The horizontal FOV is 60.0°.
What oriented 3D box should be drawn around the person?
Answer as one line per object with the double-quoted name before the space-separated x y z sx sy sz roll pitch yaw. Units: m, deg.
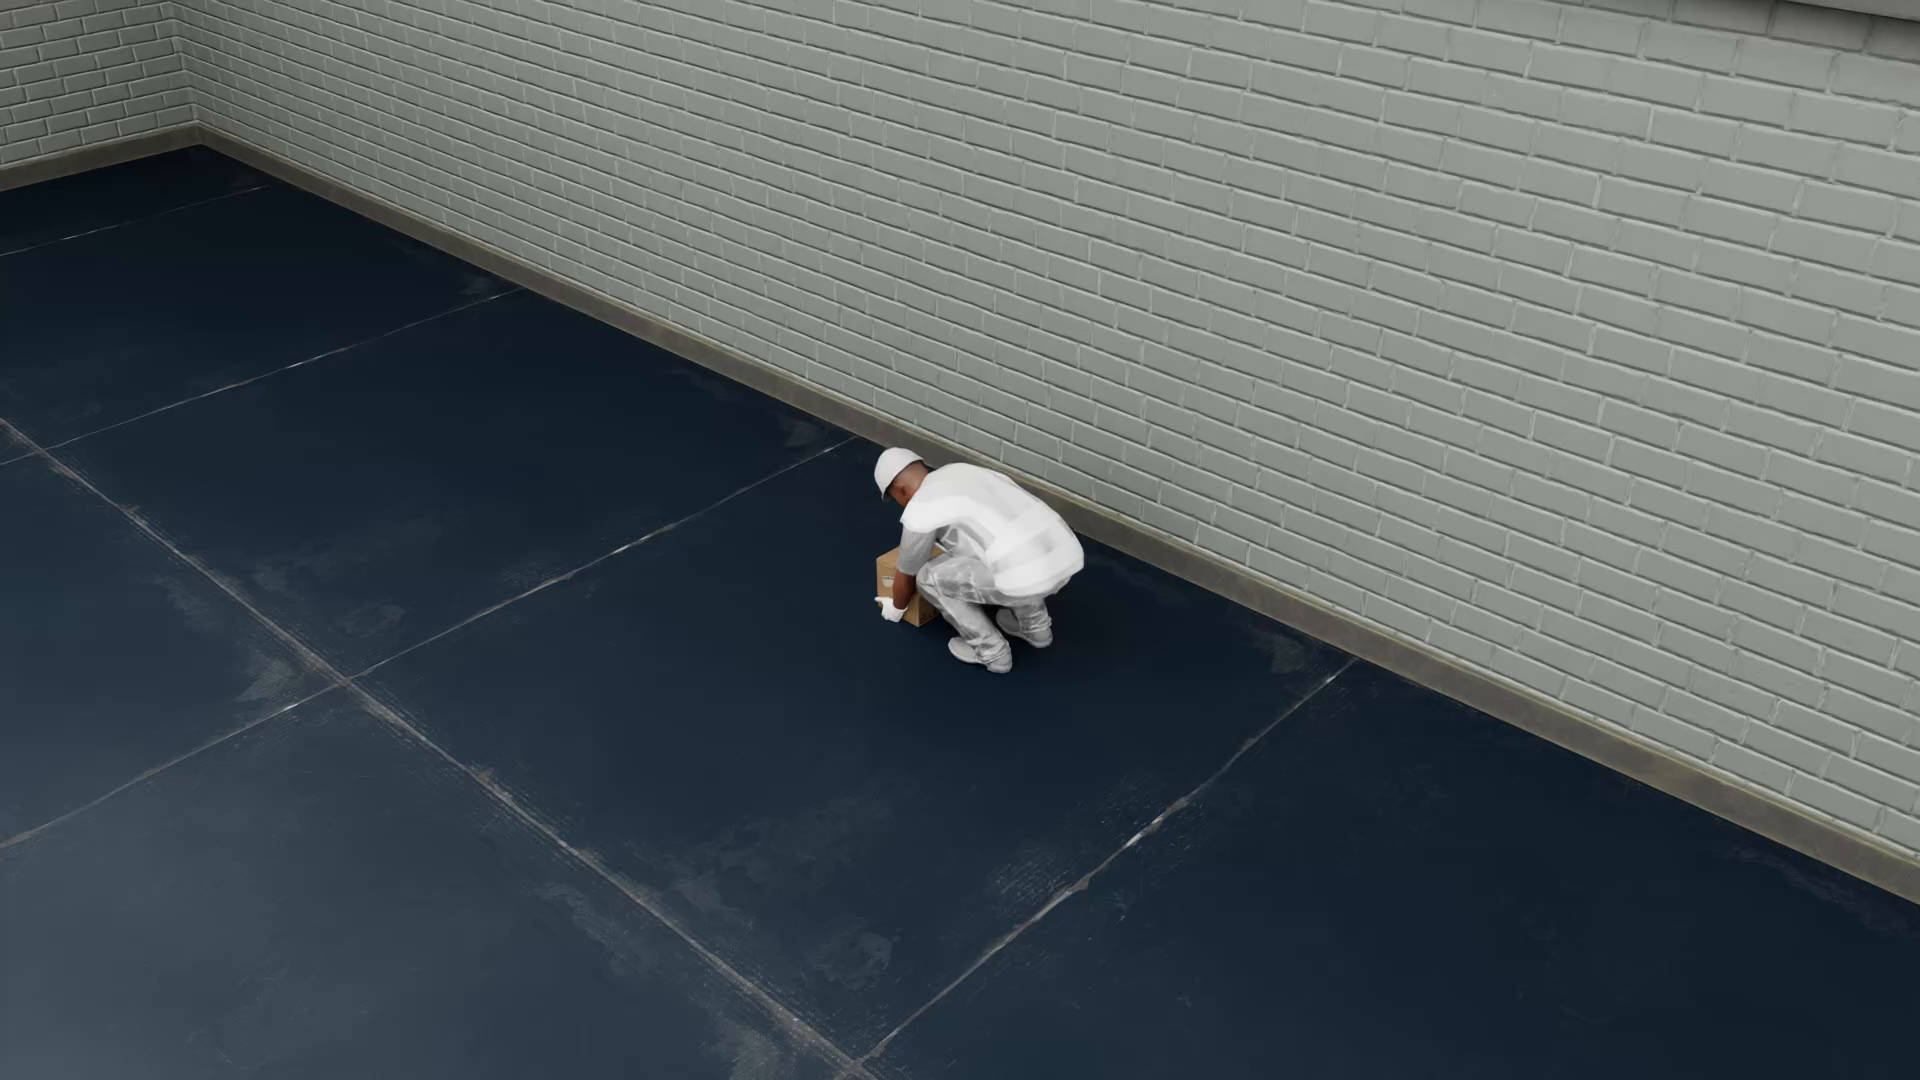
"person" 0.042 0.097 6.982 0.962 0.833 0.564 24 39 34
